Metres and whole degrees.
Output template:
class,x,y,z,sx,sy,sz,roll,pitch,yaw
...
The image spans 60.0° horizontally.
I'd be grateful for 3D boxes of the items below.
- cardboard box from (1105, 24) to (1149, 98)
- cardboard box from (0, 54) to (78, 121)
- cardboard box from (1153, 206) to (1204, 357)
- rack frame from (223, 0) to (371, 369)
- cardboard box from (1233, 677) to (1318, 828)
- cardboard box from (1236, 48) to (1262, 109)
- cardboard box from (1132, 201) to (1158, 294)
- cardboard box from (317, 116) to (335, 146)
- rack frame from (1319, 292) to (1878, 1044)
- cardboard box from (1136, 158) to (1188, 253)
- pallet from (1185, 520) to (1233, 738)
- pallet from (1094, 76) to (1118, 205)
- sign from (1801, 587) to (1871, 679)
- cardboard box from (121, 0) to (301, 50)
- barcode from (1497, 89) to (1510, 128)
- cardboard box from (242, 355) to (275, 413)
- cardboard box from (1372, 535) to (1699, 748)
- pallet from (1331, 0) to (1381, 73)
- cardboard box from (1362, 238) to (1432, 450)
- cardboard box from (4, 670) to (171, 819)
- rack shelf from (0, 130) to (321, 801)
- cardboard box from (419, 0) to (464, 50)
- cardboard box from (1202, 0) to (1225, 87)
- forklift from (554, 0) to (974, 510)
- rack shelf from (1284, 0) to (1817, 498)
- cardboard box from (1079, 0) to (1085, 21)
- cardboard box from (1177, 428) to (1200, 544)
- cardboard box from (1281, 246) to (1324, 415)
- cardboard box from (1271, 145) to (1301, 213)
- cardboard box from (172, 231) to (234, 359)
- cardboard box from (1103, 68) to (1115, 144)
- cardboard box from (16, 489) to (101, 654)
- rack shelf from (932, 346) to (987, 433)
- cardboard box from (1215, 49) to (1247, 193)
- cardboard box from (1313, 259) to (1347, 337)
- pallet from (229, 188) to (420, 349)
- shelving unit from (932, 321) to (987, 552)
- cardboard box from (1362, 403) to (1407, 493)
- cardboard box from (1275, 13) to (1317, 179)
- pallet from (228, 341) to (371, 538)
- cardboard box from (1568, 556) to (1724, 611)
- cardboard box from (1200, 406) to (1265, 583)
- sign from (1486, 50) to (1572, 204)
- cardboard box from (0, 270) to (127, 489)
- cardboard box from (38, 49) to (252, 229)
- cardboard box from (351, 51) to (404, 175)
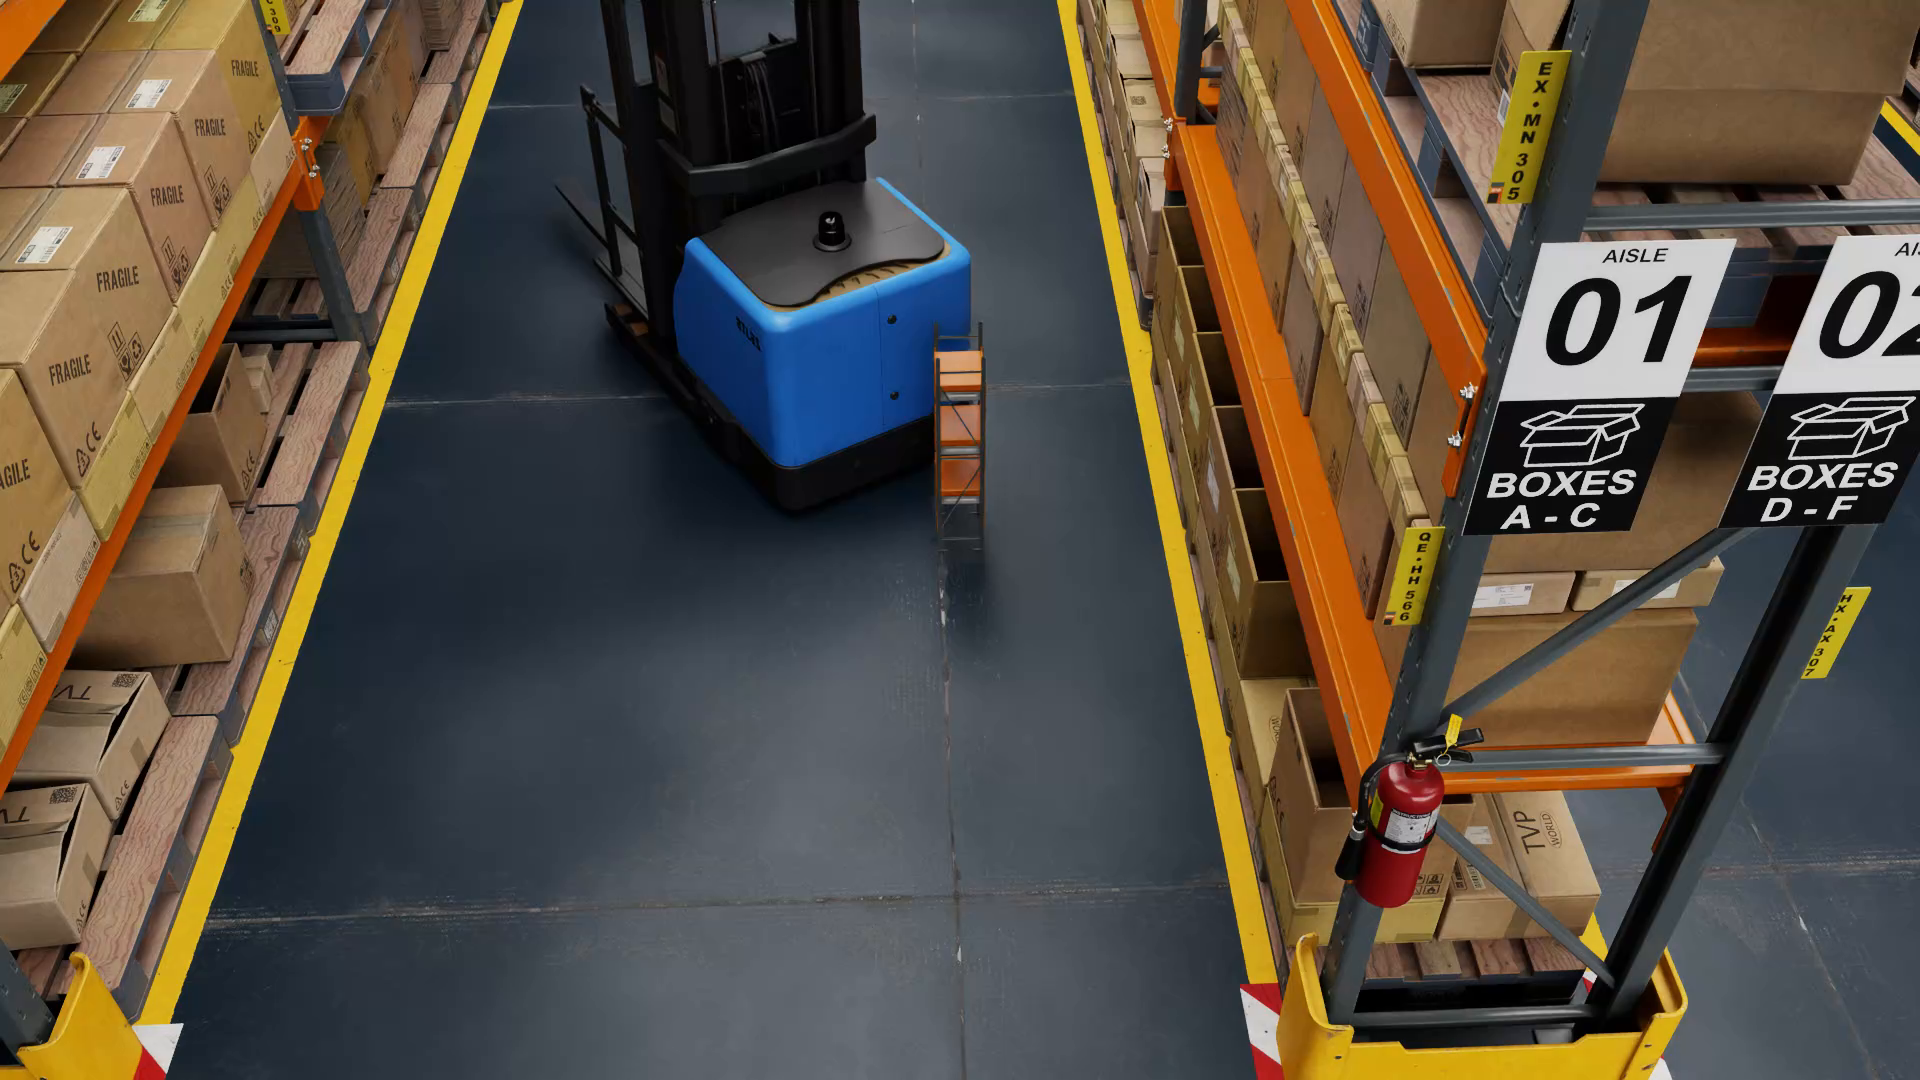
class,x,y,z,sx,sy,sz,roll,pitch,yaw
cardboard box,1.111,-2.742,9.480,0.500,0.311,0.500,-2,43,-2
cardboard box,-3.640,-1.513,6.371,0.500,0.500,0.500,-2,43,-2
cardboard box,1.186,-1.197,7.655,0.500,0.500,0.500,-2,43,-2
rack frame,-3.470,-1.957,7.314,1.000,3.000,0.127,-2,43,-2
cardboard box,1.298,0.767,6.067,0.500,0.250,0.500,-2,43,-2
cardboard box,1.321,-1.847,6.640,0.380,0.149,0.250,-3,43,-3
cardboard box,1.172,-1.514,8.556,0.500,0.250,0.500,-2,43,-2
cardboard box,-3.540,-2.267,8.623,0.500,0.250,0.500,-2,43,-3
rack frame,1.649,0.599,4.526,1.000,3.000,0.127,-2,43,-2
cardboard box,1.176,-1.714,8.359,0.500,0.311,0.500,-2,43,-2
pallet,1.526,0.290,6.927,1.003,0.211,1.213,-2,43,-2
pallet,1.354,-2.395,9.857,1.003,0.211,1.213,-2,43,-2
sign,2.204,0.239,4.220,0.100,0.325,0.005,-2,43,-2
cardboard box,-3.457,-2.500,7.508,0.700,0.500,0.500,-2,43,-2
barcode,1.154,-0.911,3.524,0.001,0.075,0.075,-2,43,-2
cardboard box,-3.417,-0.714,7.730,0.380,0.166,0.250,-7,43,-7
cardboard box,1.642,0.247,4.837,0.700,0.500,0.500,-2,43,-2
pallet,1.590,-1.778,4.965,1.003,0.211,1.213,-2,43,-2
cardboard box,1.612,-0.622,4.824,0.700,0.500,0.500,-3,43,-3
cardboard box,-3.264,0.718,6.061,0.500,0.311,0.500,2,43,2
rack shelf,-3.385,-0.341,6.085,1.077,0.370,4.000,-2,43,-2
cardboard box,-3.557,-3.413,10.428,0.700,0.500,0.500,-1,43,-1
cardboard box,1.415,-2.377,7.884,0.500,0.250,0.500,1,43,1
forklift,-1.157,-2.185,7.614,1.130,2.935,3.031,-24,48,-24
rack shelf,1.564,-1.592,5.229,1.077,0.370,4.000,-2,43,-2
cardboard box,1.038,-3.581,10.811,0.500,0.250,0.500,-2,43,-2
cardboard box,1.228,-0.245,7.172,0.500,0.250,0.500,-2,43,-2
cardboard box,1.574,-0.798,5.977,0.700,0.500,0.500,0,43,-1
cardboard box,1.356,-1.321,6.066,0.380,0.149,0.250,-3,43,-3
cardboard box,-3.097,-0.922,6.282,0.500,0.250,0.500,-2,43,-2
cardboard box,1.110,-2.545,9.680,0.500,0.250,0.500,-1,43,-1
cardboard box,-3.040,0.103,5.164,0.500,0.250,0.500,-3,43,-3
rack shelf,-0.002,-0.625,6.900,0.215,0.259,0.240,-2,43,-2
cardboard box,1.504,-1.839,7.112,0.700,0.500,0.500,-3,43,-3
cardboard box,1.386,-0.804,5.502,0.380,0.149,0.250,-1,43,-1
pallet,-3.504,-1.454,8.830,1.003,0.211,1.213,-2,43,-2
shelving unit,-0.002,-0.423,7.084,0.215,1.050,0.252,-2,43,-2
cardboard box,1.419,-0.279,4.930,0.380,0.149,0.250,-2,43,-2
cardboard box,1.548,-1.638,5.933,0.700,0.500,0.500,-2,43,-2
pallet,-3.406,-0.476,7.763,1.003,0.211,1.213,-2,43,-2
cardboard box,1.848,0.052,4.569,0.380,0.149,0.250,-2,43,-2
cardboard box,1.252,-0.184,6.550,0.500,0.500,0.500,-2,43,-2
sign,1.106,-0.798,3.234,0.100,0.325,0.005,-2,43,-2
cardboard box,-3.047,-0.499,5.265,0.500,0.500,0.500,-3,43,-3
cardboard box,-3.114,-1.538,6.399,0.500,0.500,0.500,-2,43,-2
cardboard box,-3.571,-2.387,9.308,0.700,0.500,0.500,-1,43,-1
